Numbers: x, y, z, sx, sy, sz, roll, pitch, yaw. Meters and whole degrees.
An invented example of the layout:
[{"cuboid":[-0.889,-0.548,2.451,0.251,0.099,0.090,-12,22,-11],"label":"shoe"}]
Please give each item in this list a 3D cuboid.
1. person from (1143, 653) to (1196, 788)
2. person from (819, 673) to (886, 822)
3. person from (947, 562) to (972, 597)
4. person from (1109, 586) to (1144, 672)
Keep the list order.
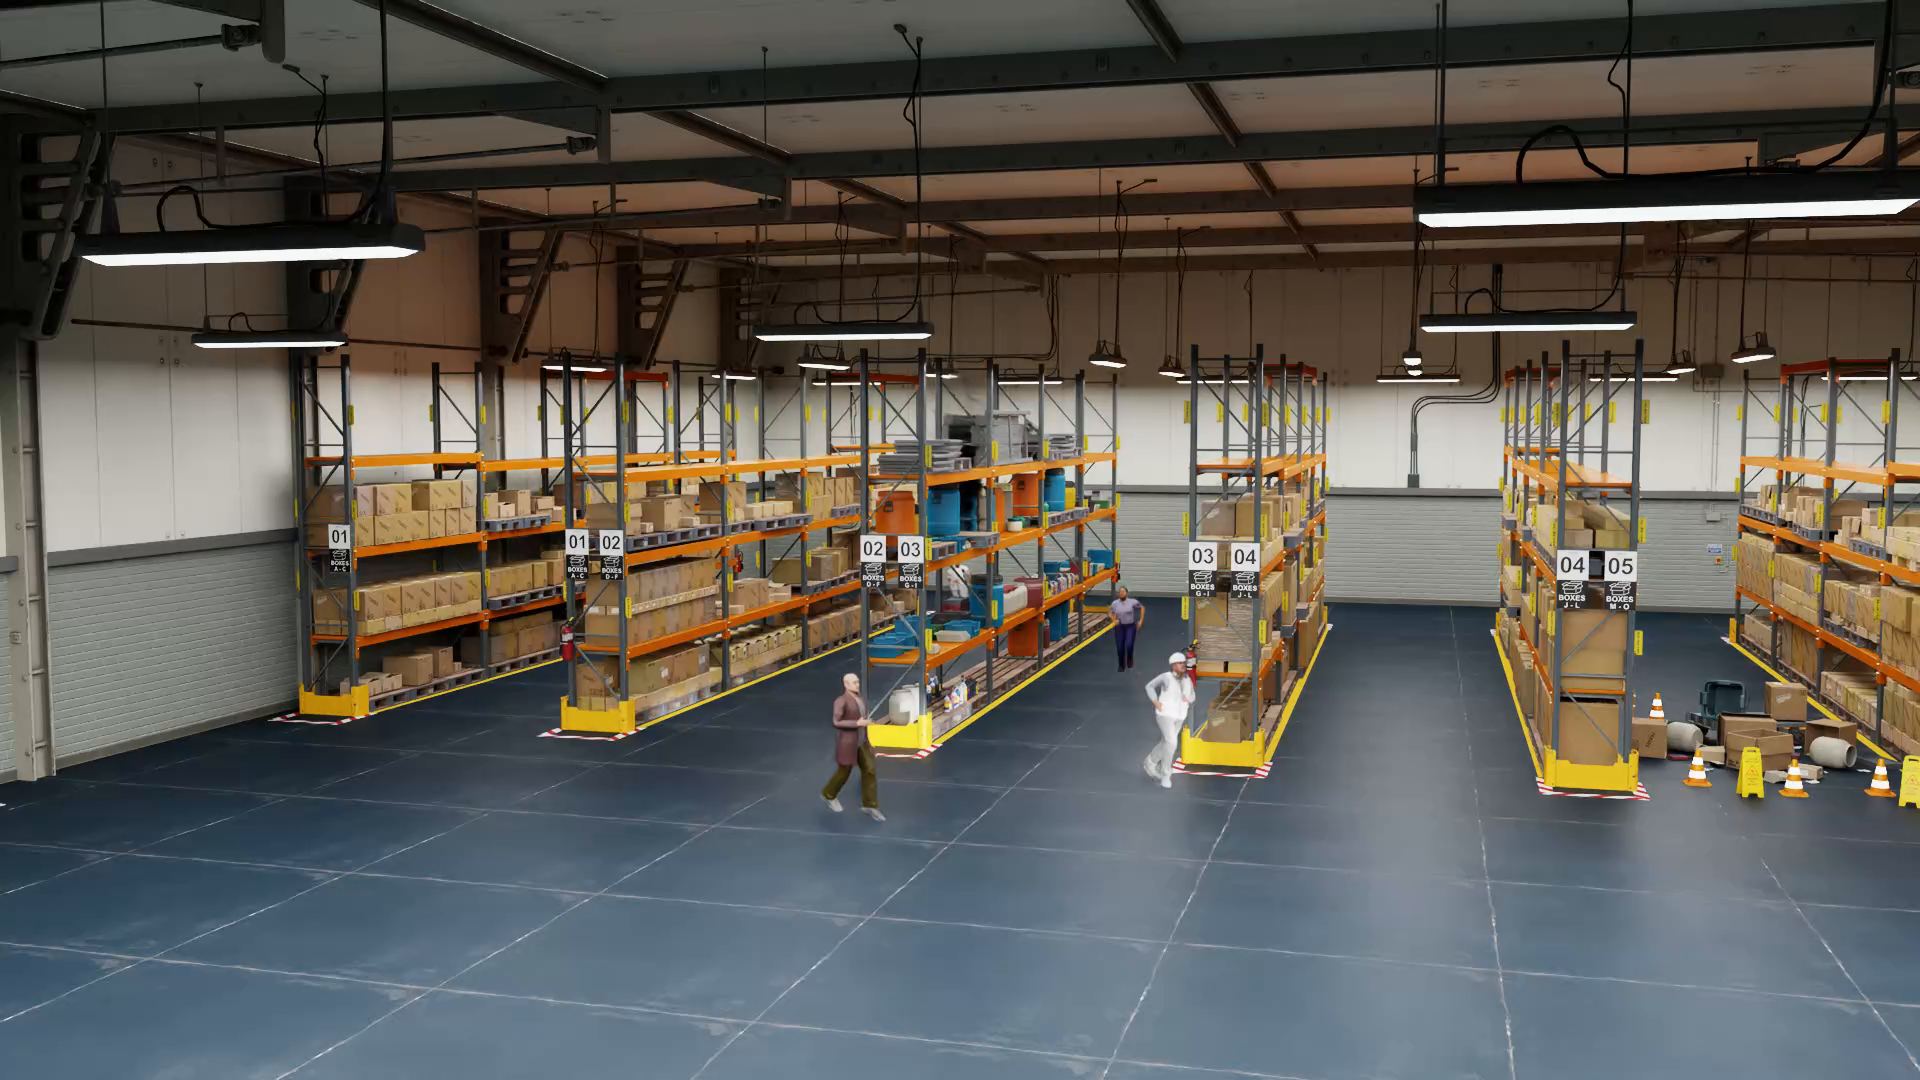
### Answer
[{"cuboid":[2.864,2.442,22.773,0.668,1.828,0.700,-3,5,-33],"label":"person"},{"cuboid":[-1.361,2.559,20.642,0.966,1.831,0.697,3,6,39],"label":"person"},{"cuboid":[-0.022,1.206,39.878,0.549,1.667,0.643,1,4,11],"label":"person"},{"cuboid":[3.037,1.649,30.481,0.628,1.606,0.705,1,4,14],"label":"person"}]
